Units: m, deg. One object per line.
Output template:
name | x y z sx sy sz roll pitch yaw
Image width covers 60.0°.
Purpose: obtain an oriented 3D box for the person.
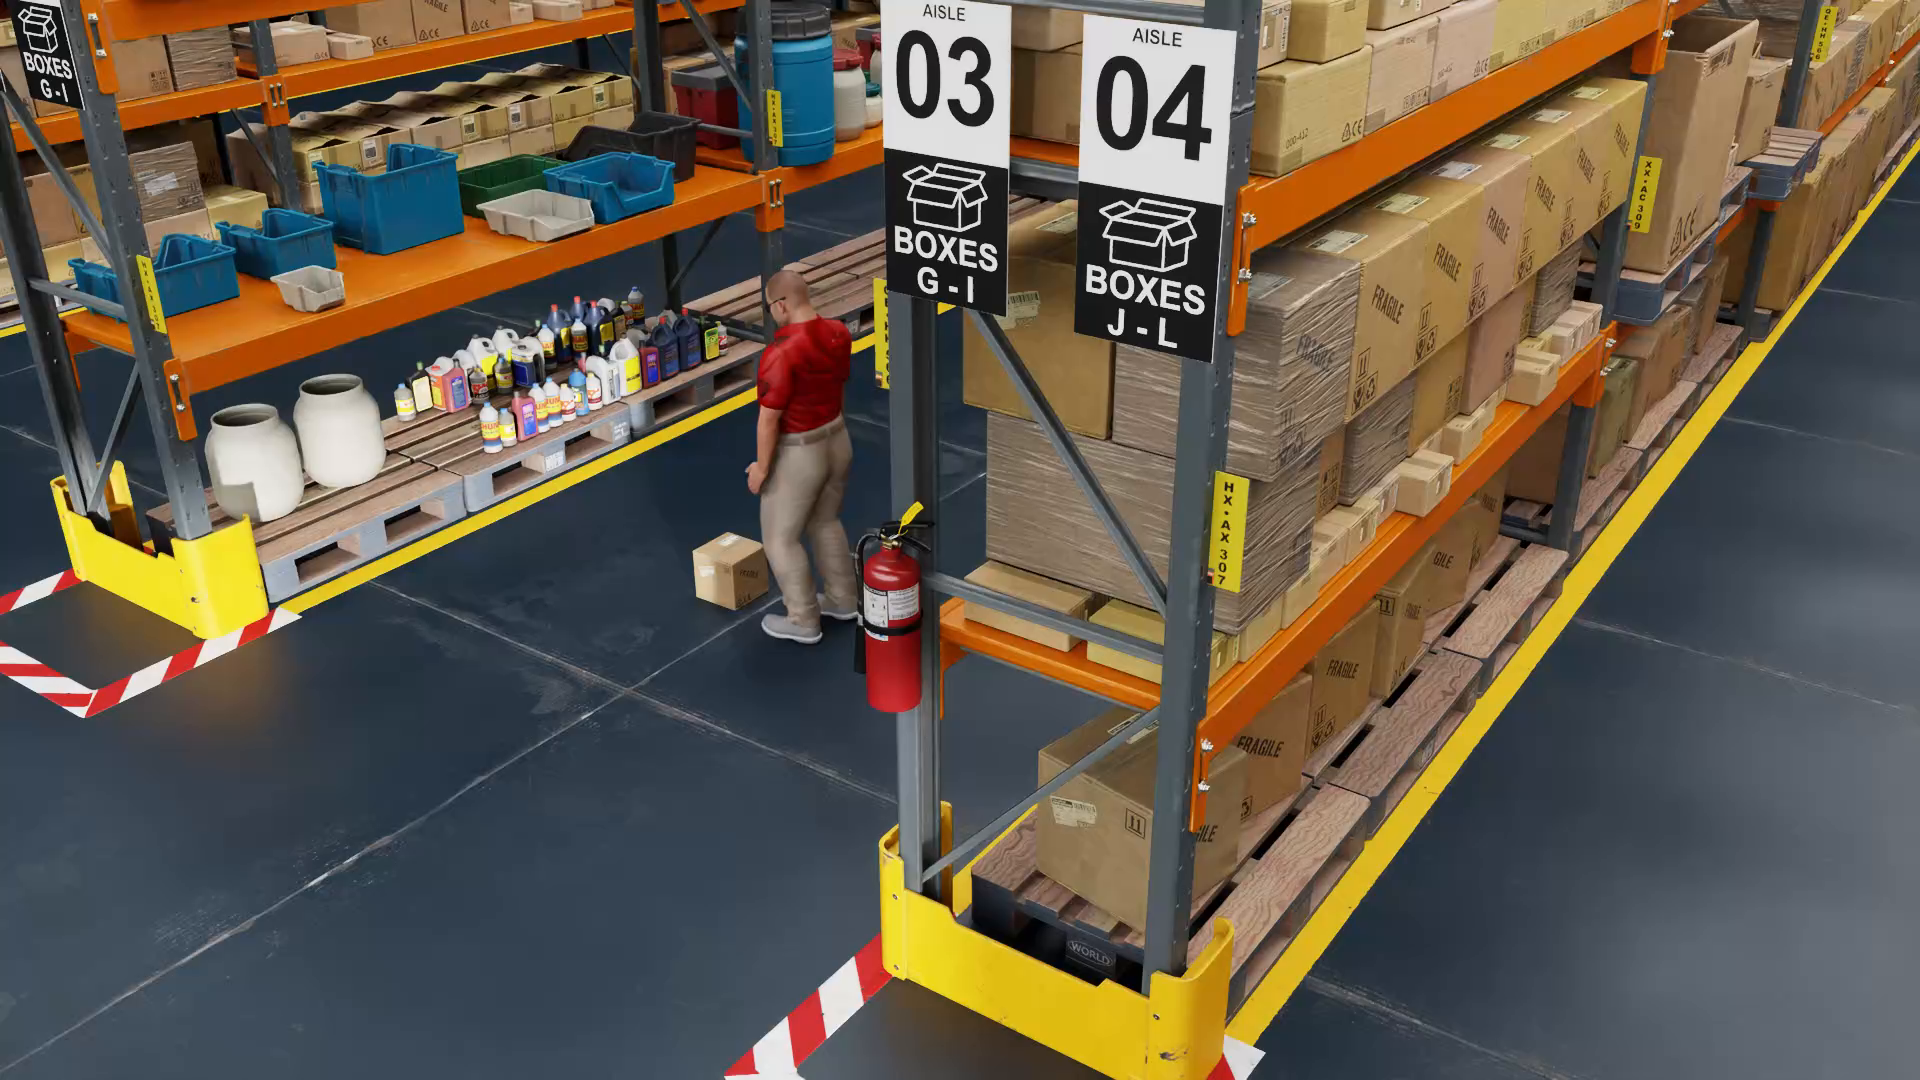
person | -0.705 -0.359 7.375 0.362 1.718 0.535 18 32 31
